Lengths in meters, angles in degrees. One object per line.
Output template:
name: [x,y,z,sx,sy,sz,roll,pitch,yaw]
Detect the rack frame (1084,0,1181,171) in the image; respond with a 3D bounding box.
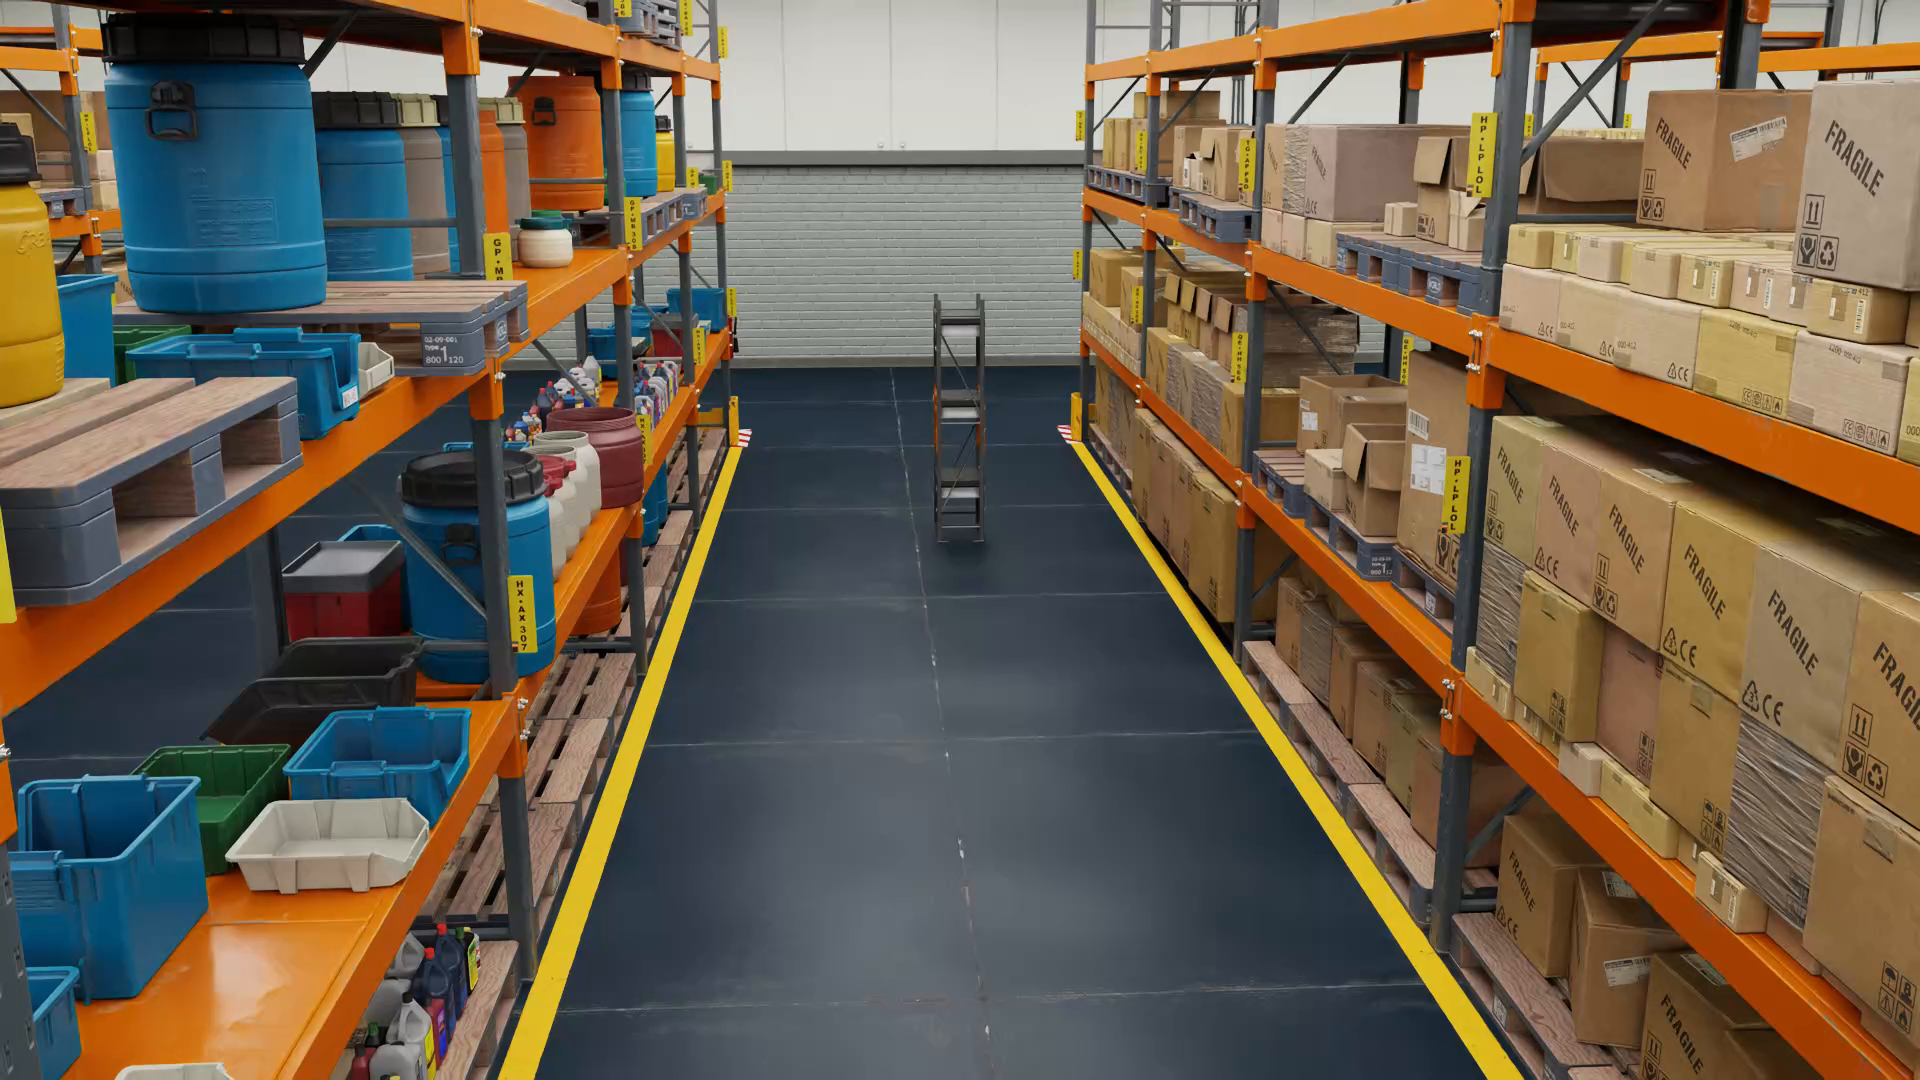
rack frame: [1.868,-5.524,17.935,1.000,3.000,0.127,-1,14,-3]

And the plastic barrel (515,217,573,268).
plastic barrel: [-2.268,-1.625,9.081,0.301,0.262,0.301,0,14,0]

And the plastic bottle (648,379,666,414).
plastic bottle: [-2.418,-1.144,13.203,0.152,0.276,0.135,-1,14,-3]

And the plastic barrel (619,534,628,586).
plastic barrel: [-2.697,0.010,12.465,0.600,0.588,0.708,-1,14,-3]

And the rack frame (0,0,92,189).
rack frame: [-7.772,-4.377,13.478,1.000,3.000,0.127,-1,14,-3]

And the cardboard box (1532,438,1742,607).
cardboard box: [2.418,-0.070,5.976,0.500,0.500,0.500,-1,14,-3]

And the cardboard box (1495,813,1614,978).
cardboard box: [2.596,1.473,6.954,0.500,0.500,0.500,-1,14,-5]

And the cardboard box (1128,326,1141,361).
cardboard box: [1.826,-1.801,15.209,0.500,0.250,0.500,-1,14,-4]

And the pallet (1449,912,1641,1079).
pallet: [2.688,1.883,6.784,1.003,0.211,1.213,-1,14,-3]

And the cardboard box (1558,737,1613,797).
cardboard box: [2.369,0.795,5.922,0.380,0.149,0.250,-1,14,-3]

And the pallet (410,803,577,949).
pallet: [-2.419,1.598,7.891,1.003,0.211,1.213,-1,14,-3]

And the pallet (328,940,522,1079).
pallet: [-2.332,1.961,6.482,1.003,0.211,1.213,-1,14,-3]

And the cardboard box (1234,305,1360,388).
cardboard box: [2.334,-1.345,11.520,0.797,0.503,0.637,0,14,-2]

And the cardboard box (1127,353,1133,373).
cardboard box: [1.754,-1.637,15.372,0.380,0.149,0.250,-1,14,-2]

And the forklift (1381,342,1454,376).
forklift: [5.085,-1.711,15.294,3.031,2.935,1.130,3,15,13]

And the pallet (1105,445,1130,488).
pallet: [2.068,-0.767,17.086,1.003,0.211,1.213,-1,14,-3]

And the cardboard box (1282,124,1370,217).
cardboard box: [2.164,-2.125,9.541,0.500,0.500,0.500,-1,14,-3]

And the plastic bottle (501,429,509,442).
plastic bottle: [-3.031,-0.590,11.033,0.061,0.283,0.133,-1,14,-3]

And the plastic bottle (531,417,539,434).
plastic bottle: [-3.070,-0.782,11.943,0.097,0.201,0.097,0,14,0]

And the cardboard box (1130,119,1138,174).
cardboard box: [1.978,-3.704,15.639,0.700,0.500,0.500,0,14,-1]

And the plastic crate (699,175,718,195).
plastic crate: [-2.729,-3.651,17.102,0.450,0.188,0.336,-1,14,-3]

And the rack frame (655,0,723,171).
rack frame: [-3.076,-5.447,17.638,1.000,3.000,0.127,-1,14,-3]

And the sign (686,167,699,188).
sign: [-2.279,-3.012,14.176,0.100,0.325,0.005,-1,14,-3]

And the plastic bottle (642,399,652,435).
plastic bottle: [-2.310,-0.896,12.225,0.061,0.283,0.133,-1,14,-3]

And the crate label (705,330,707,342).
crate label: [-2.799,-2.102,17.085,0.396,0.136,0.243,-1,14,-3]

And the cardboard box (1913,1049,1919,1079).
cardboard box: [2.554,1.291,3.992,0.380,0.149,0.250,-1,14,-3]

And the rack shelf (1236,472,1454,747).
rack shelf: [2.487,0.217,9.107,1.077,0.370,4.000,-1,14,-3]

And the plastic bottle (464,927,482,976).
plastic bottle: [-1.999,1.670,6.748,0.097,0.201,0.097,0,14,0]

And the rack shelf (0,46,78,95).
rack shelf: [-7.648,-3.337,11.685,1.077,0.370,4.000,-1,14,-3]

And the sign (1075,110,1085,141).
sign: [1.314,-4.526,18.163,0.100,0.325,0.005,-1,14,-3]

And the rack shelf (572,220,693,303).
rack shelf: [-2.704,-2.154,12.302,1.077,0.370,4.000,-1,14,-3]

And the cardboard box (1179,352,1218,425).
cardboard box: [1.995,-1.176,12.876,0.500,0.500,0.500,-1,14,-2]

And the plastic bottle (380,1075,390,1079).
plastic bottle: [-1.926,1.929,5.600,0.097,0.271,0.097,0,14,0]

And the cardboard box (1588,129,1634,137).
cardboard box: [6.695,-4.146,17.097,0.380,0.149,0.250,0,14,-2]

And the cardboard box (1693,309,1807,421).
cardboard box: [2.482,-0.512,4.777,0.500,0.250,0.500,-1,14,-4]

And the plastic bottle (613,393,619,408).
plastic bottle: [-2.519,-0.990,12.453,0.144,0.351,0.185,-1,14,-3]

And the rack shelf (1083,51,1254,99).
rack shelf: [1.992,-4.484,16.142,1.077,0.370,4.000,-1,14,-3]

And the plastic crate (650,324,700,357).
plastic crate: [-2.738,-1.901,16.014,0.437,0.282,0.530,-1,14,-3]

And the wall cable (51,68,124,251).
wall cable: [-12.957,-5.203,22.919,3.097,2.526,0.112,-1,14,-3]

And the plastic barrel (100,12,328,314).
plastic barrel: [-2.377,-1.207,5.330,0.600,0.901,0.708,-1,14,-3]

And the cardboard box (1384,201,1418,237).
cardboard box: [2.395,-1.642,8.493,0.380,0.166,0.250,-1,14,-5]

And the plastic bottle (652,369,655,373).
plastic bottle: [-2.604,-1.351,14.157,0.097,0.201,0.097,0,14,0]

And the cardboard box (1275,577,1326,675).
cardboard box: [2.425,0.535,10.560,0.700,0.500,0.500,-2,15,-6]

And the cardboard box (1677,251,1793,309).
cardboard box: [2.442,-0.798,5.088,0.380,0.149,0.250,-1,14,-5]

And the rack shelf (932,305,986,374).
rack shelf: [-0.010,-1.723,14.254,0.431,0.518,0.480,-1,14,-3]

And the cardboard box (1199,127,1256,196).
cardboard box: [2.216,-2.843,12.485,0.797,0.503,0.637,-1,14,-4]

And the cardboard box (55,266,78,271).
cardboard box: [-8.062,-2.126,14.562,0.500,0.500,0.500,-1,14,-3]

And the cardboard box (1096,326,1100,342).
cardboard box: [1.626,-2.148,17.358,0.380,0.149,0.250,-1,14,-5]

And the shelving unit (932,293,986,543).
shelving unit: [-0.010,-1.058,14.425,0.431,2.100,0.503,-1,14,-3]

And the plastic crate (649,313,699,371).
plastic crate: [-2.633,-1.833,15.382,0.402,0.464,0.583,-1,14,-3]

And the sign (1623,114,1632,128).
sign: [7.380,-4.555,18.413,0.100,0.325,0.005,-1,14,-3]

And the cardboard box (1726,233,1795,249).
cardboard box: [2.947,-1.002,5.881,0.380,0.149,0.250,-2,15,-6]

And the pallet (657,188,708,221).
pallet: [-2.682,-2.715,13.417,1.213,0.211,1.003,-1,14,-3]
